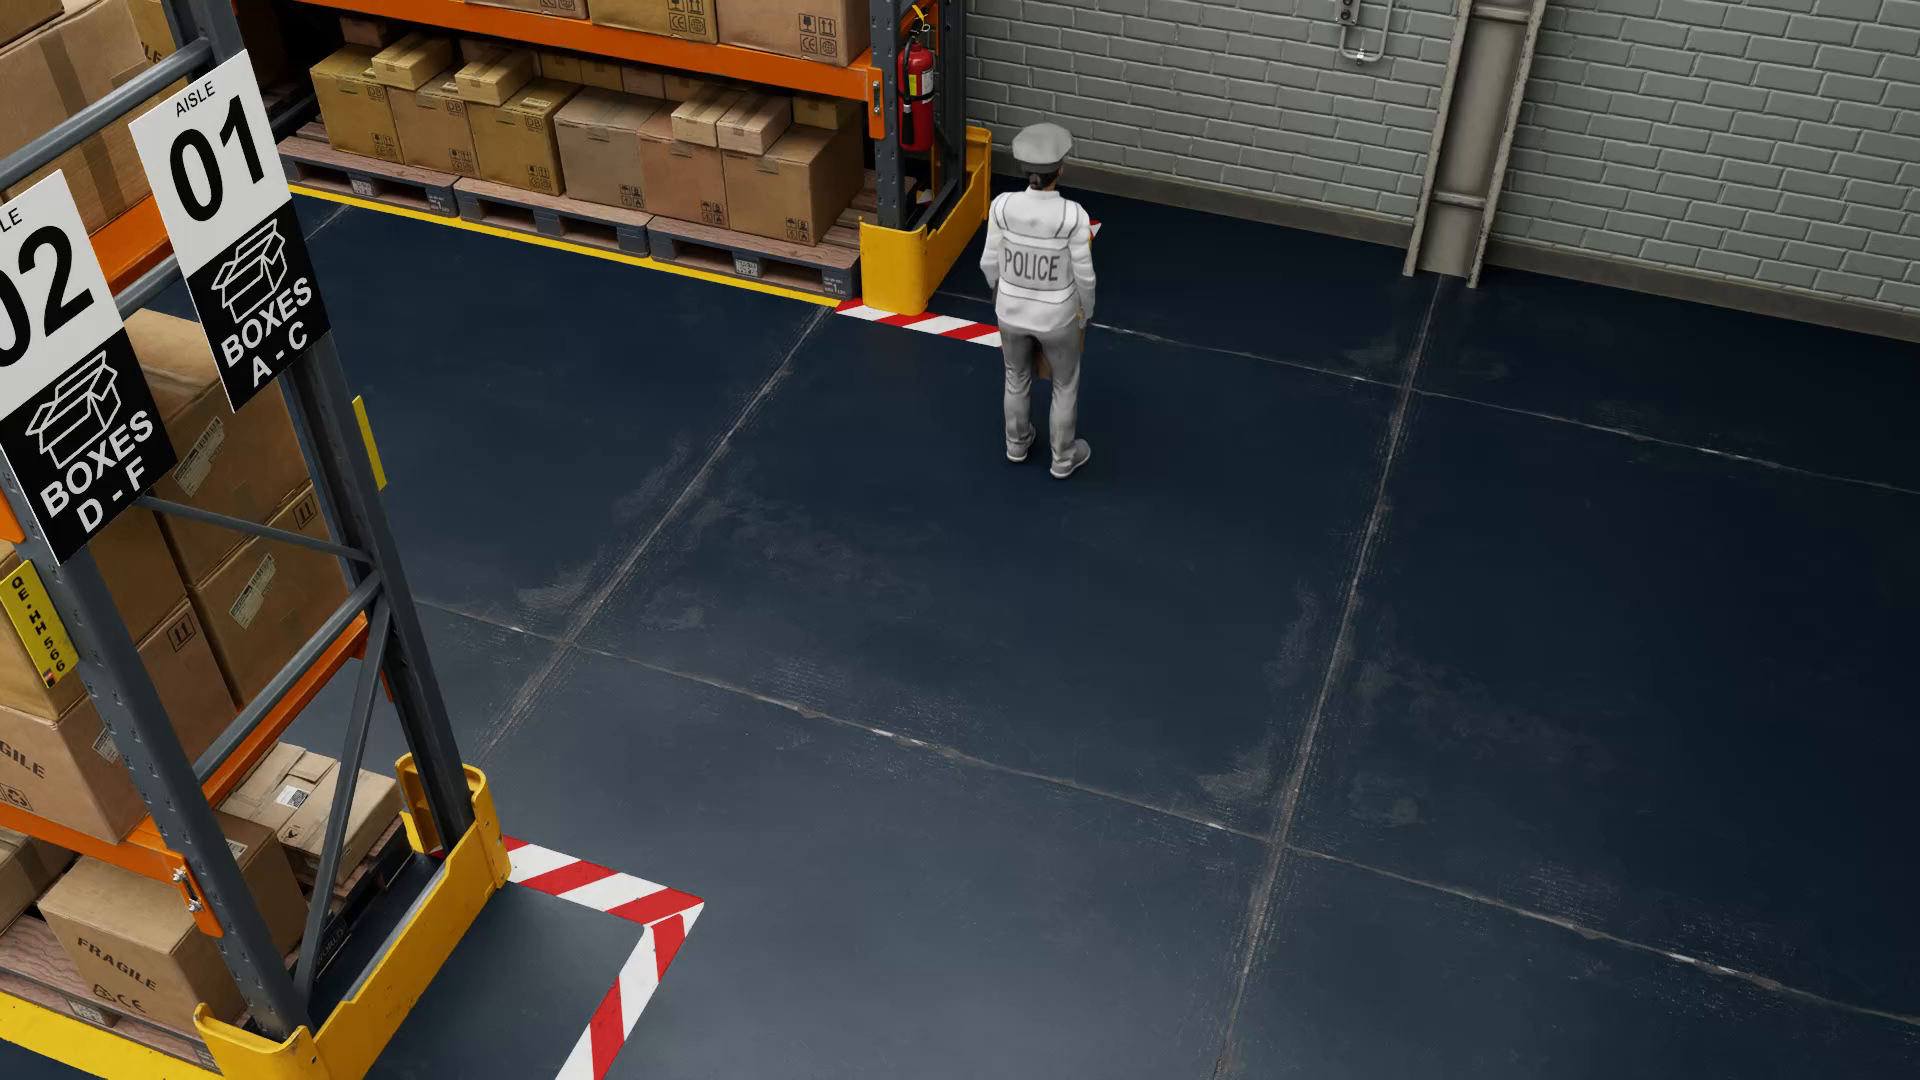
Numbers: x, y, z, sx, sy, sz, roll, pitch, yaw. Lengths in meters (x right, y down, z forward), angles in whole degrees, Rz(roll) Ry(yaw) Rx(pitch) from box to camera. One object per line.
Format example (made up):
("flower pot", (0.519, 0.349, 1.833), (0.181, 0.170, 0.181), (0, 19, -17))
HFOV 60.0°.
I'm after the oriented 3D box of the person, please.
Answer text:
("person", (0.351, -1.014, 7.286), (0.508, 1.673, 0.411), (13, 43, 14))
